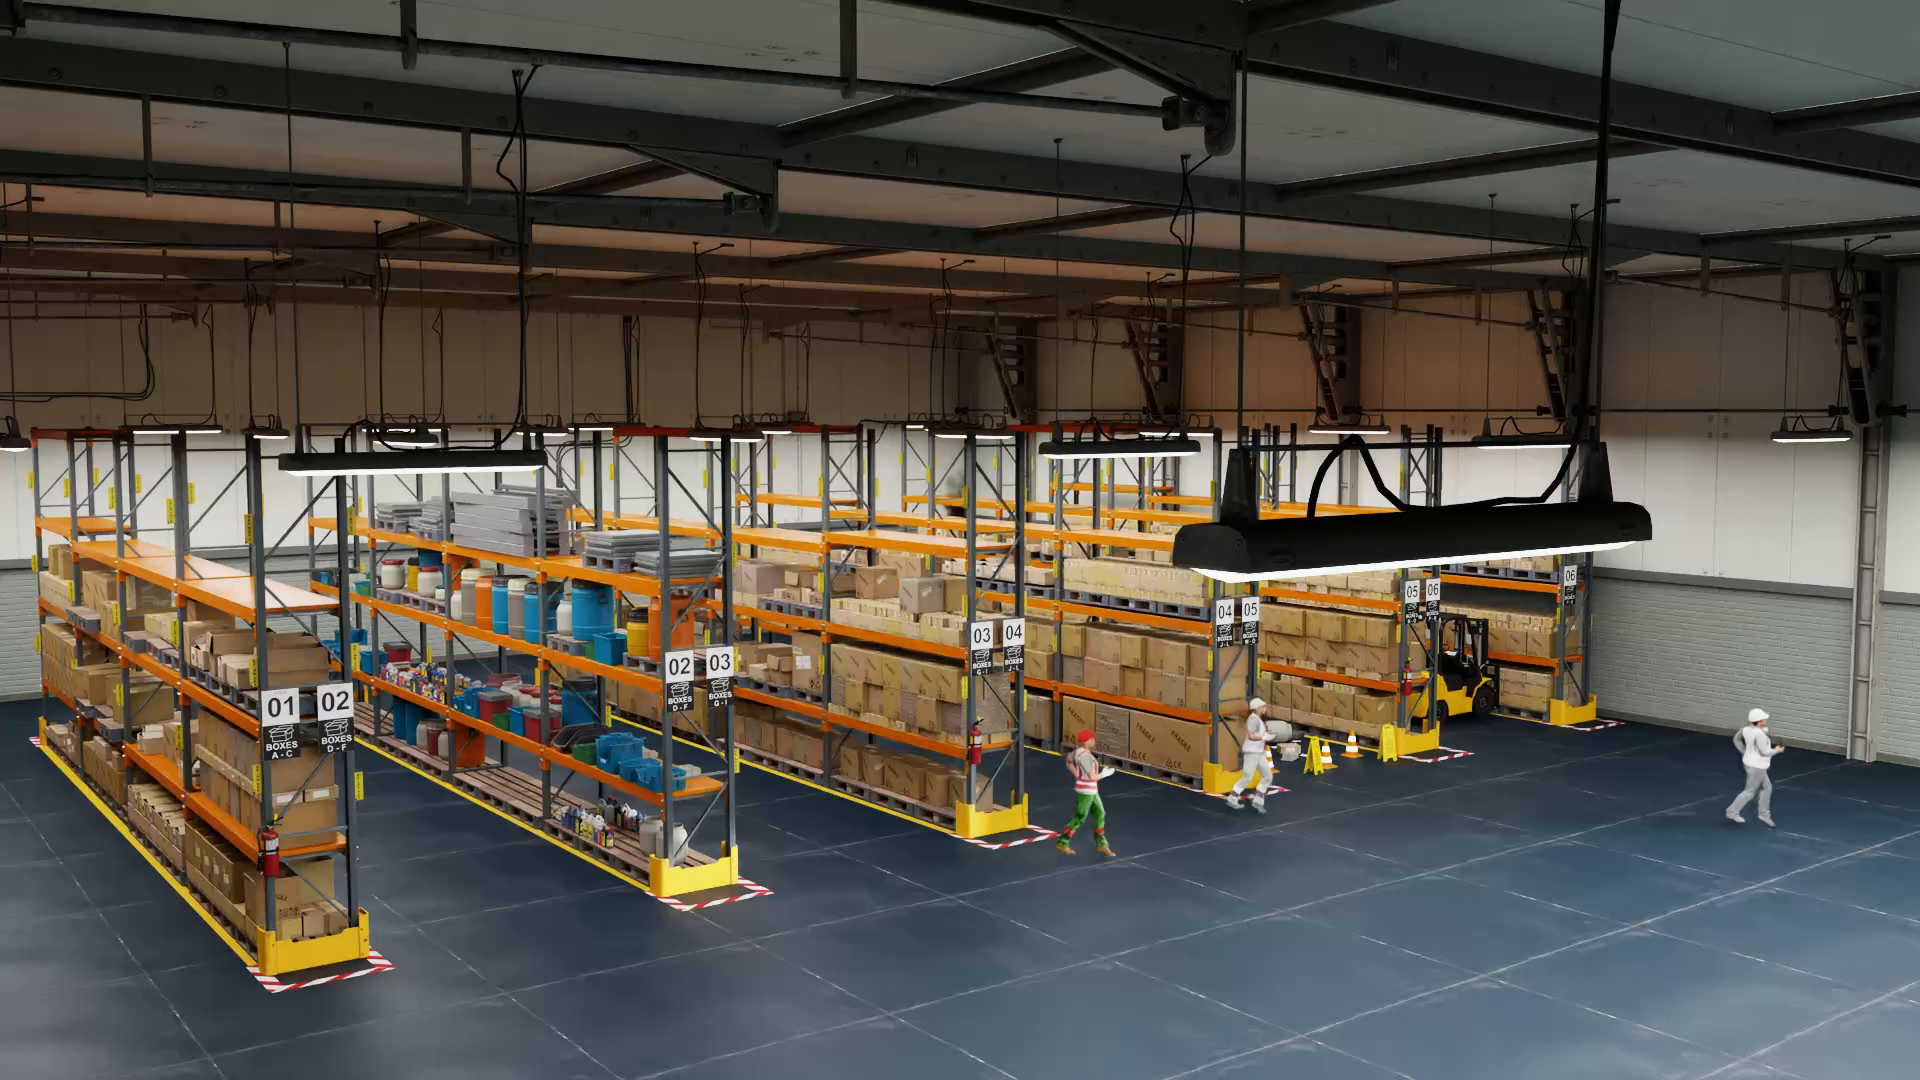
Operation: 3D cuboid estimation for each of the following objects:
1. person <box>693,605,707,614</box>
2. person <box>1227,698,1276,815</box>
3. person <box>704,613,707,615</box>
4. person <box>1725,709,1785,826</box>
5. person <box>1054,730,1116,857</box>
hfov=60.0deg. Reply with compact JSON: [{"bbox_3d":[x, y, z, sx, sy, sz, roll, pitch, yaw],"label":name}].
[{"bbox_3d":[-6.538,2.287,40.293,0.755,1.761,0.989,3,5,32],"label":"person"},{"bbox_3d":[4.646,3.397,26.257,0.726,1.799,0.660,2,5,27],"label":"person"},{"bbox_3d":[-6.054,2.488,39.007,0.580,1.558,0.584,-1,5,-16],"label":"person"},{"bbox_3d":[12.049,3.470,25.219,0.801,1.836,0.643,1,5,10],"label":"person"},{"bbox_3d":[1.771,3.578,23.442,0.871,1.831,0.646,0,4,3],"label":"person"}]
